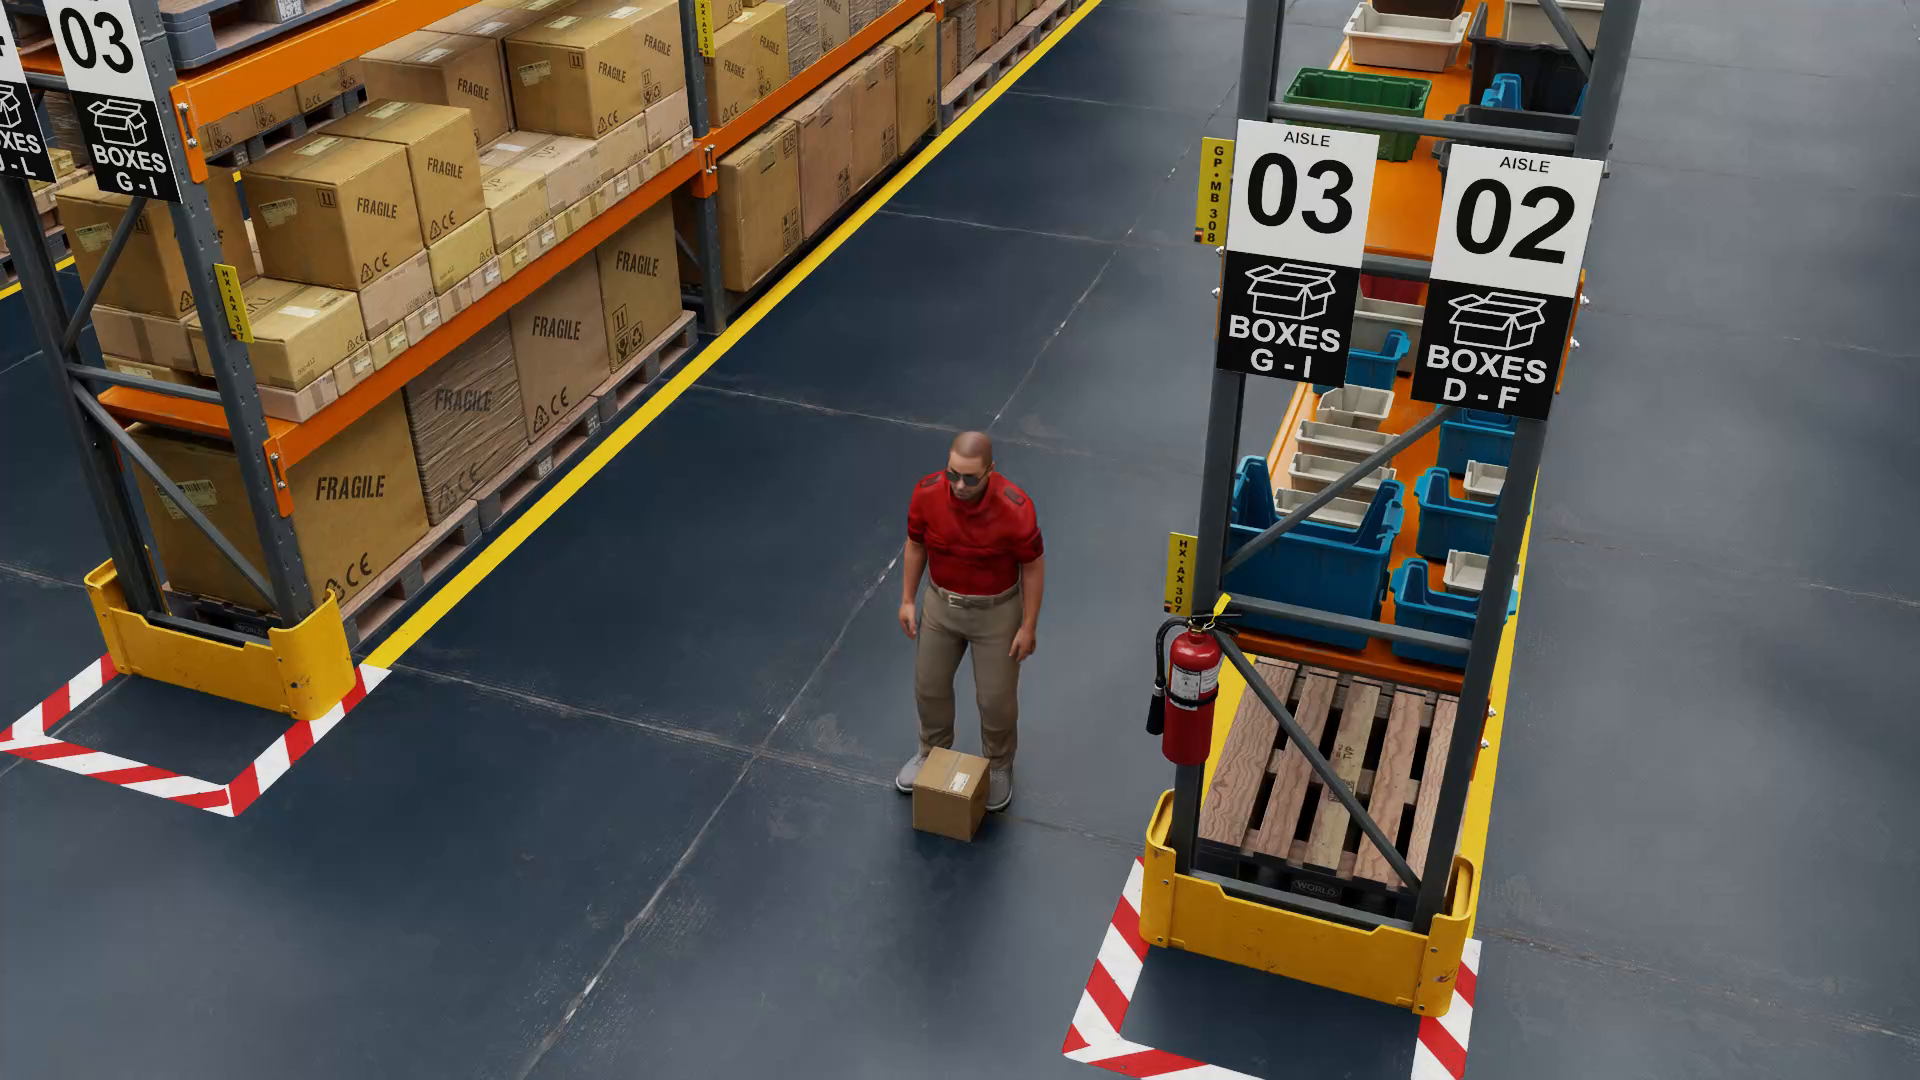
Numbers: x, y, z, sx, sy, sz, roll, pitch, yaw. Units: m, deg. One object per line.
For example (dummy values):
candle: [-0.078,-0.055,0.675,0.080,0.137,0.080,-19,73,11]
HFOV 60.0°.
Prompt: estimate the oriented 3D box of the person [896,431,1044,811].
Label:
person: [0.041,0.302,6.687,0.585,1.727,0.392,11,35,17]
